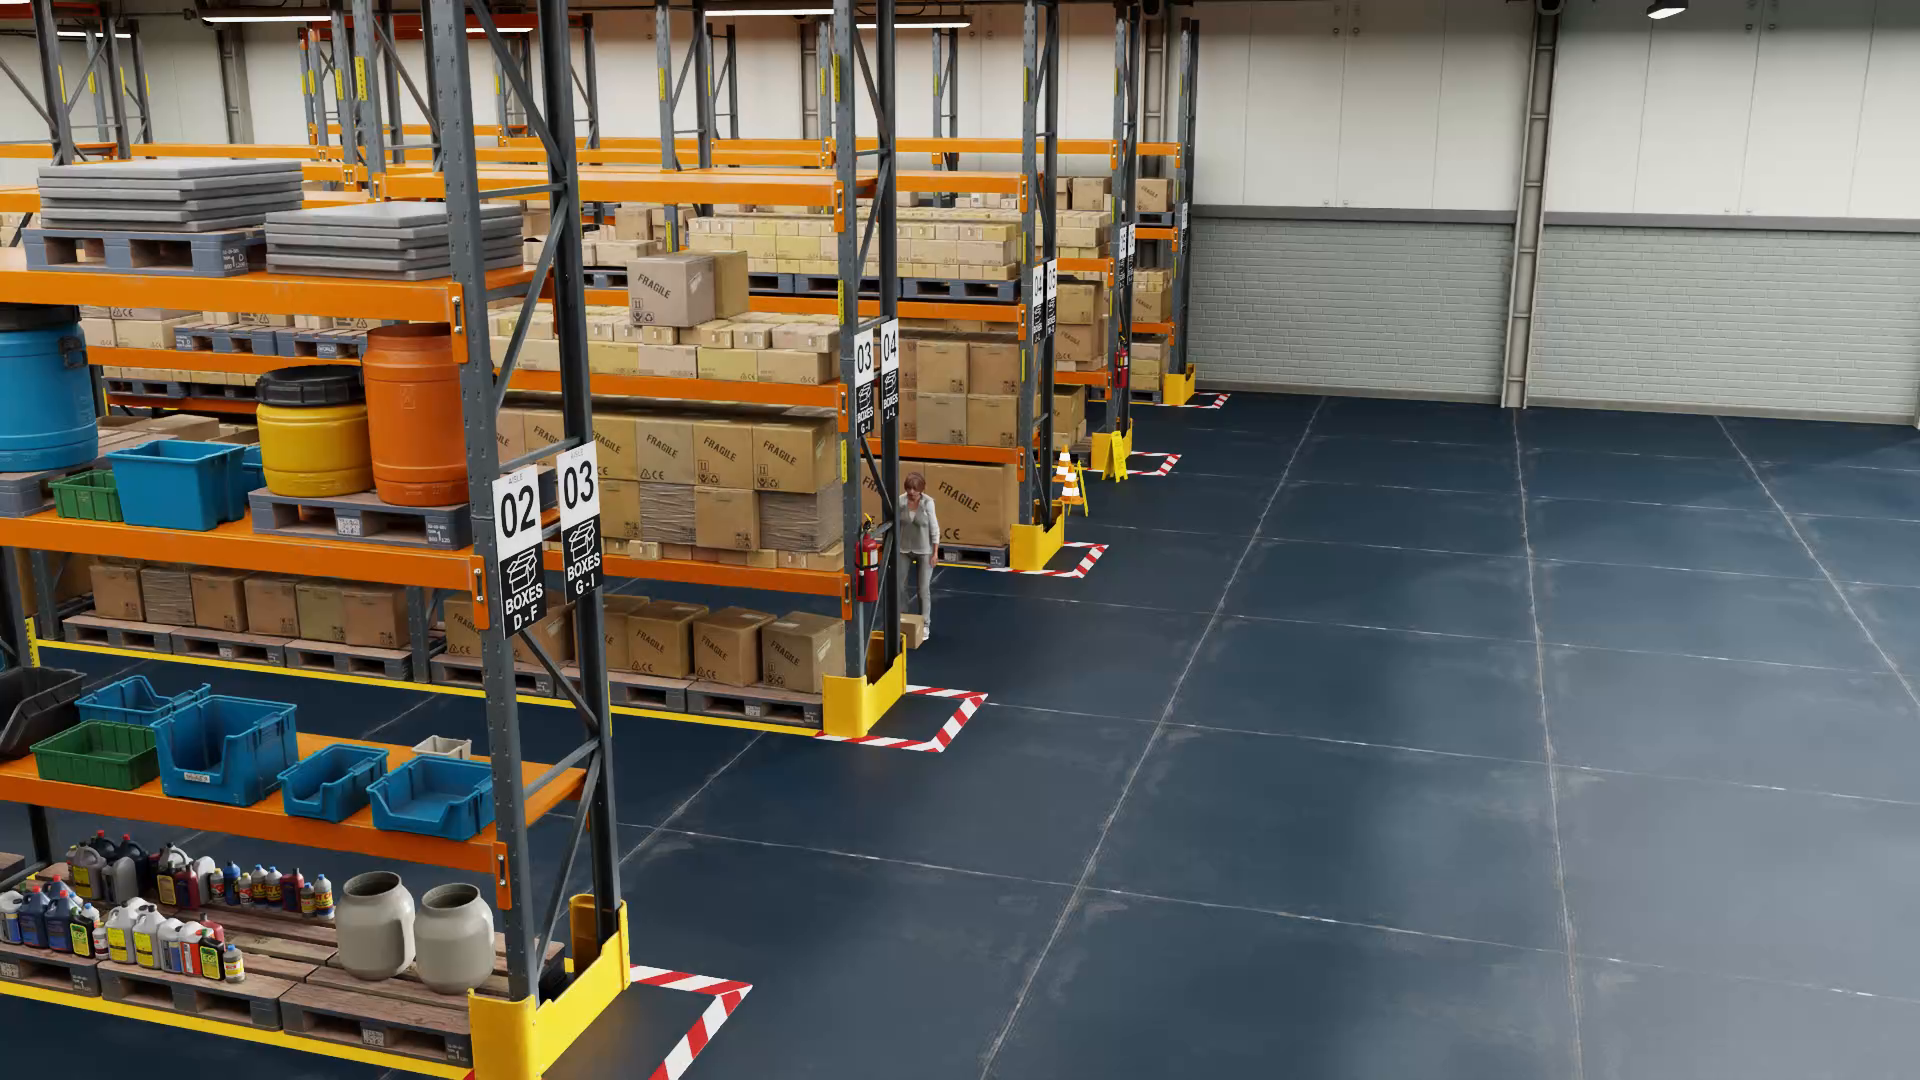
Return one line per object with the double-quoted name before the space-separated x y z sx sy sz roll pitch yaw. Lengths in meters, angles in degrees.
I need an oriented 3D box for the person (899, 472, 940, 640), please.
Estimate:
"person" -0.427 0.134 15.437 0.485 1.594 0.341 4 16 13
